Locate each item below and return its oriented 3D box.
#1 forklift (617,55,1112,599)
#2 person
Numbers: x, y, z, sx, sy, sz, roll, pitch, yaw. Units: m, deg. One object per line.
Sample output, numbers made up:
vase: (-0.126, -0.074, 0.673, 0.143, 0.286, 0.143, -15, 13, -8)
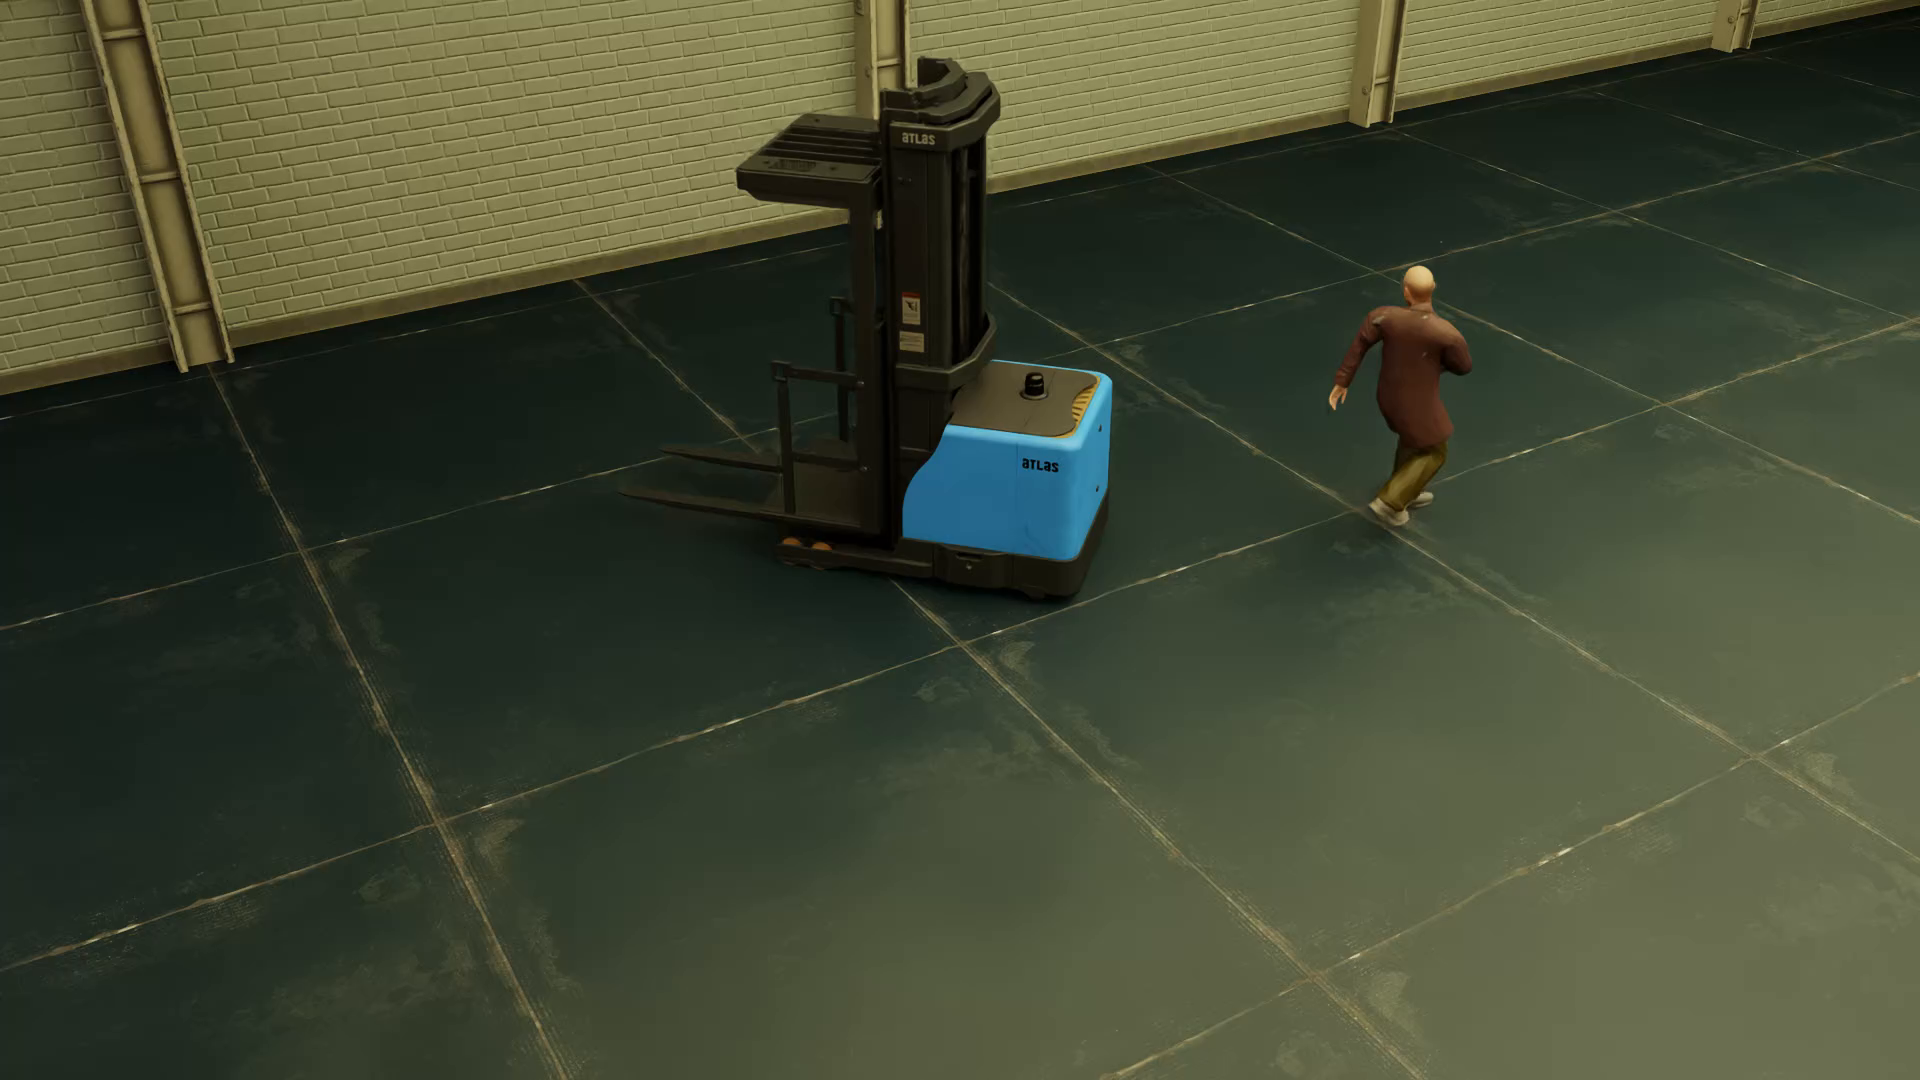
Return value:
forklift: (-0.638, -1.324, 9.859, 3.031, 2.935, 1.130, 8, 32, 14)
person: (2.784, -0.906, 10.364, 0.741, 1.710, 0.703, -20, 36, -29)
